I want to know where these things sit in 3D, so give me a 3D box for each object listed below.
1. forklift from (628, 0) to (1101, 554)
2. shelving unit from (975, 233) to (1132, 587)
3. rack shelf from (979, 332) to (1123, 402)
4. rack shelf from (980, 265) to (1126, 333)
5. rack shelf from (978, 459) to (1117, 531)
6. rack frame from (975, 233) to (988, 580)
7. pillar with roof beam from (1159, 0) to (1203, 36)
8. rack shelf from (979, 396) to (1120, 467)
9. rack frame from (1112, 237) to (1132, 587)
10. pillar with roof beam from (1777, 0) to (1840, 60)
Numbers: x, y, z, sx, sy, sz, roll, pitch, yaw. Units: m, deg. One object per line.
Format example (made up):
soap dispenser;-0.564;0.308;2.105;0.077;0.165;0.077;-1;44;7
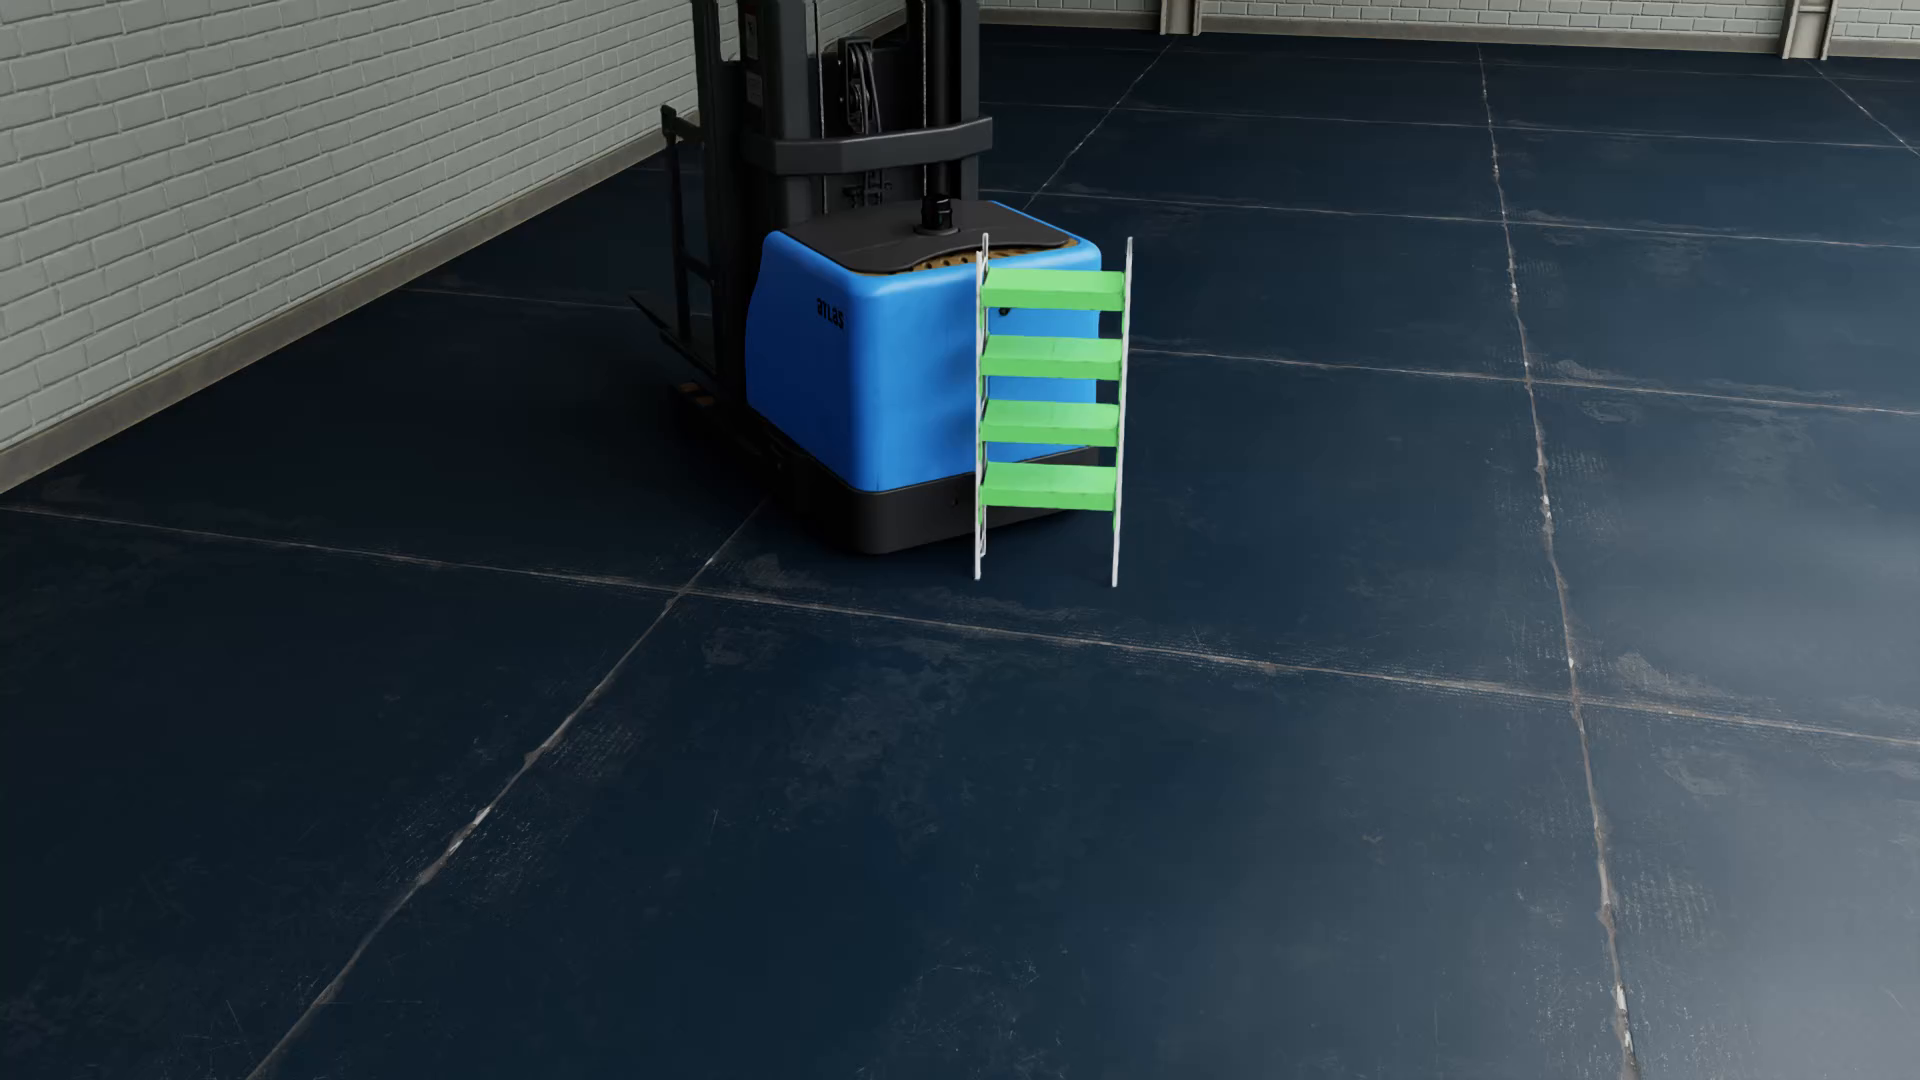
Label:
forklift;-0.630;-1.868;6.764;1.130;2.935;3.031;-14;29;-26
shelving unit;0.317;-0.437;5.773;0.503;1.200;0.258;3;26;6
rack shelf;0.317;-0.596;5.697;0.480;0.148;0.258;3;26;6
rack shelf;0.317;-0.813;5.594;0.480;0.148;0.258;3;26;6
rack shelf;0.317;-0.163;5.903;0.480;0.148;0.258;3;26;6
rack frame;0.075;-0.449;5.797;0.015;1.200;0.240;3;26;6
pillar with roof beam;1.233;-7.577;11.697;0.400;9.000;9.100;6;26;13
rack shelf;0.317;-0.380;5.800;0.480;0.148;0.258;3;26;6
rack frame;0.560;-0.426;5.748;0.015;1.200;0.240;3;26;6
pillar with roof beam;7.044;-6.935;10.348;0.400;9.000;9.100;6;26;13
